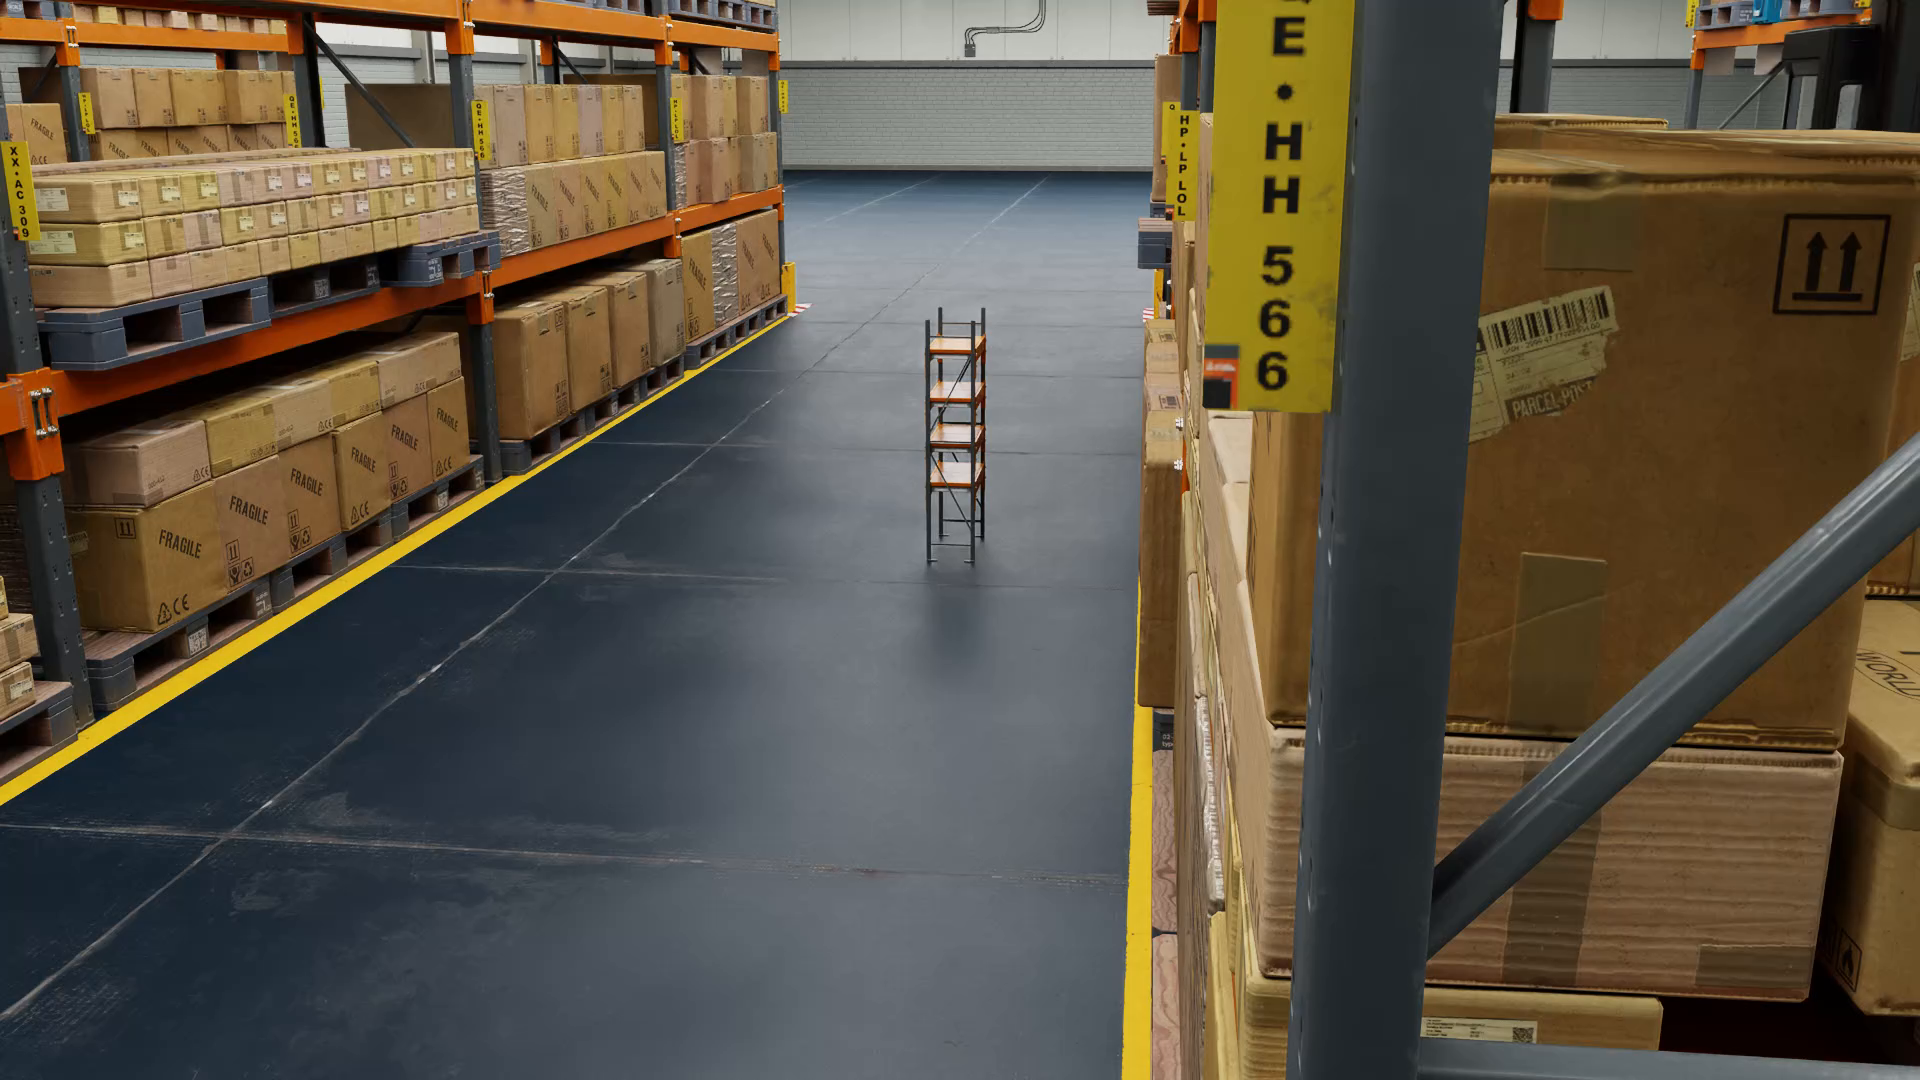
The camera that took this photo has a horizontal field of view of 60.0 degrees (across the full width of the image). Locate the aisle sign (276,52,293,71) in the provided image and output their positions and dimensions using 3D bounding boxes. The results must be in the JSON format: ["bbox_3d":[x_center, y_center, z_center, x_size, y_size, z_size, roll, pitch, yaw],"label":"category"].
[{"bbox_3d":[-6.981,-5.262,17.397,0.394,0.787,0.004,2,15,6],"label":"aisle sign"}]

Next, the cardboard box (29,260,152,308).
[{"bbox_3d":[-3.199,-0.938,6.062,0.380,0.149,0.250,1,15,4],"label":"cardboard box"}]

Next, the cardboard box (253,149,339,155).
[{"bbox_3d":[-3.522,-1.990,8.813,0.380,0.149,0.250,1,15,5],"label":"cardboard box"}]

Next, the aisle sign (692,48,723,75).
[{"bbox_3d":[-2.637,-5.163,17.027,0.394,0.787,0.004,2,15,6],"label":"aisle sign"}]

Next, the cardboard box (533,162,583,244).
[{"bbox_3d":[-2.819,-2.225,10.952,0.500,0.500,0.500,2,15,6],"label":"cardboard box"}]

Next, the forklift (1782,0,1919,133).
[{"bbox_3d":[3.864,-0.981,6.674,1.130,2.935,3.031,4,16,13],"label":"forklift"}]

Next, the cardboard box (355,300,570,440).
[{"bbox_3d":[-3.091,-1.078,10.406,1.050,0.750,0.750,1,15,5],"label":"cardboard box"}]

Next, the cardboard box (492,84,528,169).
[{"bbox_3d":[-3.133,-2.584,10.364,0.700,0.500,0.500,1,15,5],"label":"cardboard box"}]

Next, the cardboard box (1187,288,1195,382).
[{"bbox_3d":[0.903,-0.553,4.677,0.500,0.250,0.500,1,15,5],"label":"cardboard box"}]

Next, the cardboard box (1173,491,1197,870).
[{"bbox_3d":[1.062,0.396,4.717,0.875,0.875,0.875,2,15,6],"label":"cardboard box"}]

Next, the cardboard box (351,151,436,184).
[{"bbox_3d":[-2.909,-1.901,8.481,0.380,0.149,0.250,2,15,8],"label":"cardboard box"}]

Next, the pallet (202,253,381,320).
[{"bbox_3d":[-3.432,-1.198,7.715,1.003,0.211,1.213,2,15,6],"label":"pallet"}]

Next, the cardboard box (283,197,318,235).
[{"bbox_3d":[-3.056,-1.422,7.282,0.380,0.149,0.250,1,15,5],"label":"cardboard box"}]

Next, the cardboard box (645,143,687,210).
[{"bbox_3d":[-2.768,-3.011,13.765,0.875,0.550,0.550,2,15,6],"label":"cardboard box"}]

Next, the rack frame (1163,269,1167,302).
[{"bbox_3d":[2.570,-3.708,16.629,1.000,3.000,0.127,2,15,6],"label":"rack frame"}]

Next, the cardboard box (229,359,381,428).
[{"bbox_3d":[-3.185,-0.716,8.110,0.500,0.250,0.500,2,15,8],"label":"cardboard box"}]

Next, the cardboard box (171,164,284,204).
[{"bbox_3d":[-3.083,-1.495,6.982,0.380,0.149,0.250,2,15,6],"label":"cardboard box"}]

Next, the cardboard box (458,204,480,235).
[{"bbox_3d":[-2.848,-1.745,9.047,0.380,0.149,0.250,2,15,7],"label":"cardboard box"}]

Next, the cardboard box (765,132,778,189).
[{"bbox_3d":[-2.344,-3.855,16.886,0.875,0.550,0.550,2,15,6],"label":"cardboard box"}]

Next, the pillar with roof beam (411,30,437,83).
[{"bbox_3d":[-6.874,-11.429,33.689,9.100,9.000,0.400,2,15,6],"label":"pillar with roof beam"}]

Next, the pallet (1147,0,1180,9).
[{"bbox_3d":[1.829,-3.602,10.849,1.213,0.211,1.003,2,15,6],"label":"pallet"}]

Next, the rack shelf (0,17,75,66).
[{"bbox_3d":[-7.954,-3.545,11.656,1.077,0.370,4.000,2,15,6],"label":"rack shelf"}]

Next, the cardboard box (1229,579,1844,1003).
[{"bbox_3d":[0.556,0.237,1.757,0.500,0.250,0.500,1,15,5],"label":"cardboard box"}]

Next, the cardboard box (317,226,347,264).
[{"bbox_3d":[-3.026,-1.342,7.556,0.380,0.149,0.250,1,15,4],"label":"cardboard box"}]

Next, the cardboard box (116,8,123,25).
[{"bbox_3d":[-7.446,-4.497,14.280,0.380,0.149,0.250,2,15,6],"label":"cardboard box"}]

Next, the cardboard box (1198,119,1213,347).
[{"bbox_3d":[0.791,-0.650,3.599,0.500,0.500,0.500,1,15,4],"label":"cardboard box"}]

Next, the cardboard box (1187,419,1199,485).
[{"bbox_3d":[0.766,-0.203,4.147,0.380,0.149,0.250,1,15,5],"label":"cardboard box"}]

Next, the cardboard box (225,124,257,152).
[{"bbox_3d":[-7.185,-3.784,16.146,0.500,0.500,0.500,2,15,6],"label":"cardboard box"}]

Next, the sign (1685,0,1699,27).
[{"bbox_3d":[6.945,-5.032,15.761,0.100,0.325,0.005,2,15,6],"label":"sign"}]

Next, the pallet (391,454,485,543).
[{"bbox_3d":[-3.339,-0.257,9.207,1.003,0.211,1.213,2,15,6],"label":"pallet"}]

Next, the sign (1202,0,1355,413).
[{"bbox_3d":[0.227,-0.251,1.173,0.100,0.325,0.005,2,15,6],"label":"sign"}]

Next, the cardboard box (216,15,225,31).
[{"bbox_3d":[-7.211,-4.895,15.752,0.380,0.149,0.250,1,15,5],"label":"cardboard box"}]

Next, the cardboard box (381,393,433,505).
[{"bbox_3d":[-3.126,-0.489,8.707,0.500,0.500,0.500,2,15,9],"label":"cardboard box"}]

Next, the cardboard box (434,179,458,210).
[{"bbox_3d":[-2.881,-1.820,8.752,0.380,0.149,0.250,2,15,8],"label":"cardboard box"}]

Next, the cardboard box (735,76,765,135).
[{"bbox_3d":[-2.397,-4.234,16.216,0.875,0.550,0.550,2,15,6],"label":"cardboard box"}]

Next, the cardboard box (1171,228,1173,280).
[{"bbox_3d":[1.342,-1.563,8.506,0.500,0.500,0.500,2,15,8],"label":"cardboard box"}]

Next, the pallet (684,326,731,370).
[{"bbox_3d":[-2.634,-1.692,14.514,1.003,0.211,1.213,2,15,6],"label":"pallet"}]

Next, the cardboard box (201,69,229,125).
[{"bbox_3d":[-7.331,-4.144,15.564,0.700,0.500,0.500,2,15,6],"label":"cardboard box"}]

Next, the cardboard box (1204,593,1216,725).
[{"bbox_3d":[0.592,0.196,2.672,0.380,0.149,0.250,1,15,5],"label":"cardboard box"}]

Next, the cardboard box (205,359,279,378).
[{"bbox_3d":[-3.694,-0.732,8.172,0.500,0.250,0.500,2,15,7],"label":"cardboard box"}]

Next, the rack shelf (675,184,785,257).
[{"bbox_3d":[-2.572,-3.014,15.442,1.077,0.370,4.000,2,15,6],"label":"rack shelf"}]

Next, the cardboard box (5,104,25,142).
[{"bbox_3d":[-7.607,-3.102,12.821,0.500,0.500,0.500,2,15,7],"label":"cardboard box"}]

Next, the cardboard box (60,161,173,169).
[{"bbox_3d":[-3.702,-1.585,7.313,0.380,0.149,0.250,1,15,4],"label":"cardboard box"}]

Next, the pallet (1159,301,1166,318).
[{"bbox_3d":[2.435,-2.133,16.145,1.003,0.211,1.213,2,15,6],"label":"pallet"}]

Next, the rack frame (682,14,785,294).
[{"bbox_3d":[-2.347,-3.880,17.266,1.000,3.000,0.127,2,15,6],"label":"rack frame"}]

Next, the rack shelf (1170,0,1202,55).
[{"bbox_3d":[1.893,-3.253,10.576,1.077,0.370,4.000,2,15,6],"label":"rack shelf"}]

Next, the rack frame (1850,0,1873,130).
[{"bbox_3d":[7.040,-2.525,12.253,1.000,3.000,0.127,2,15,6],"label":"rack frame"}]

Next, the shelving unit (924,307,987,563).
[{"bbox_3d":[-0.019,-0.536,8.347,0.258,1.200,0.503,2,15,6],"label":"shelving unit"}]

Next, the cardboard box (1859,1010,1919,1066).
[{"bbox_3d":[1.133,0.481,1.619,0.380,0.149,0.250,2,15,7],"label":"cardboard box"}]

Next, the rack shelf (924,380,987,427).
[{"bbox_3d":[-0.019,-0.687,8.306,0.258,0.148,0.480,2,15,6],"label":"rack shelf"}]

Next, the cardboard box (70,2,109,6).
[{"bbox_3d":[-7.406,-4.588,13.853,0.500,0.250,0.500,1,15,5],"label":"cardboard box"}]
